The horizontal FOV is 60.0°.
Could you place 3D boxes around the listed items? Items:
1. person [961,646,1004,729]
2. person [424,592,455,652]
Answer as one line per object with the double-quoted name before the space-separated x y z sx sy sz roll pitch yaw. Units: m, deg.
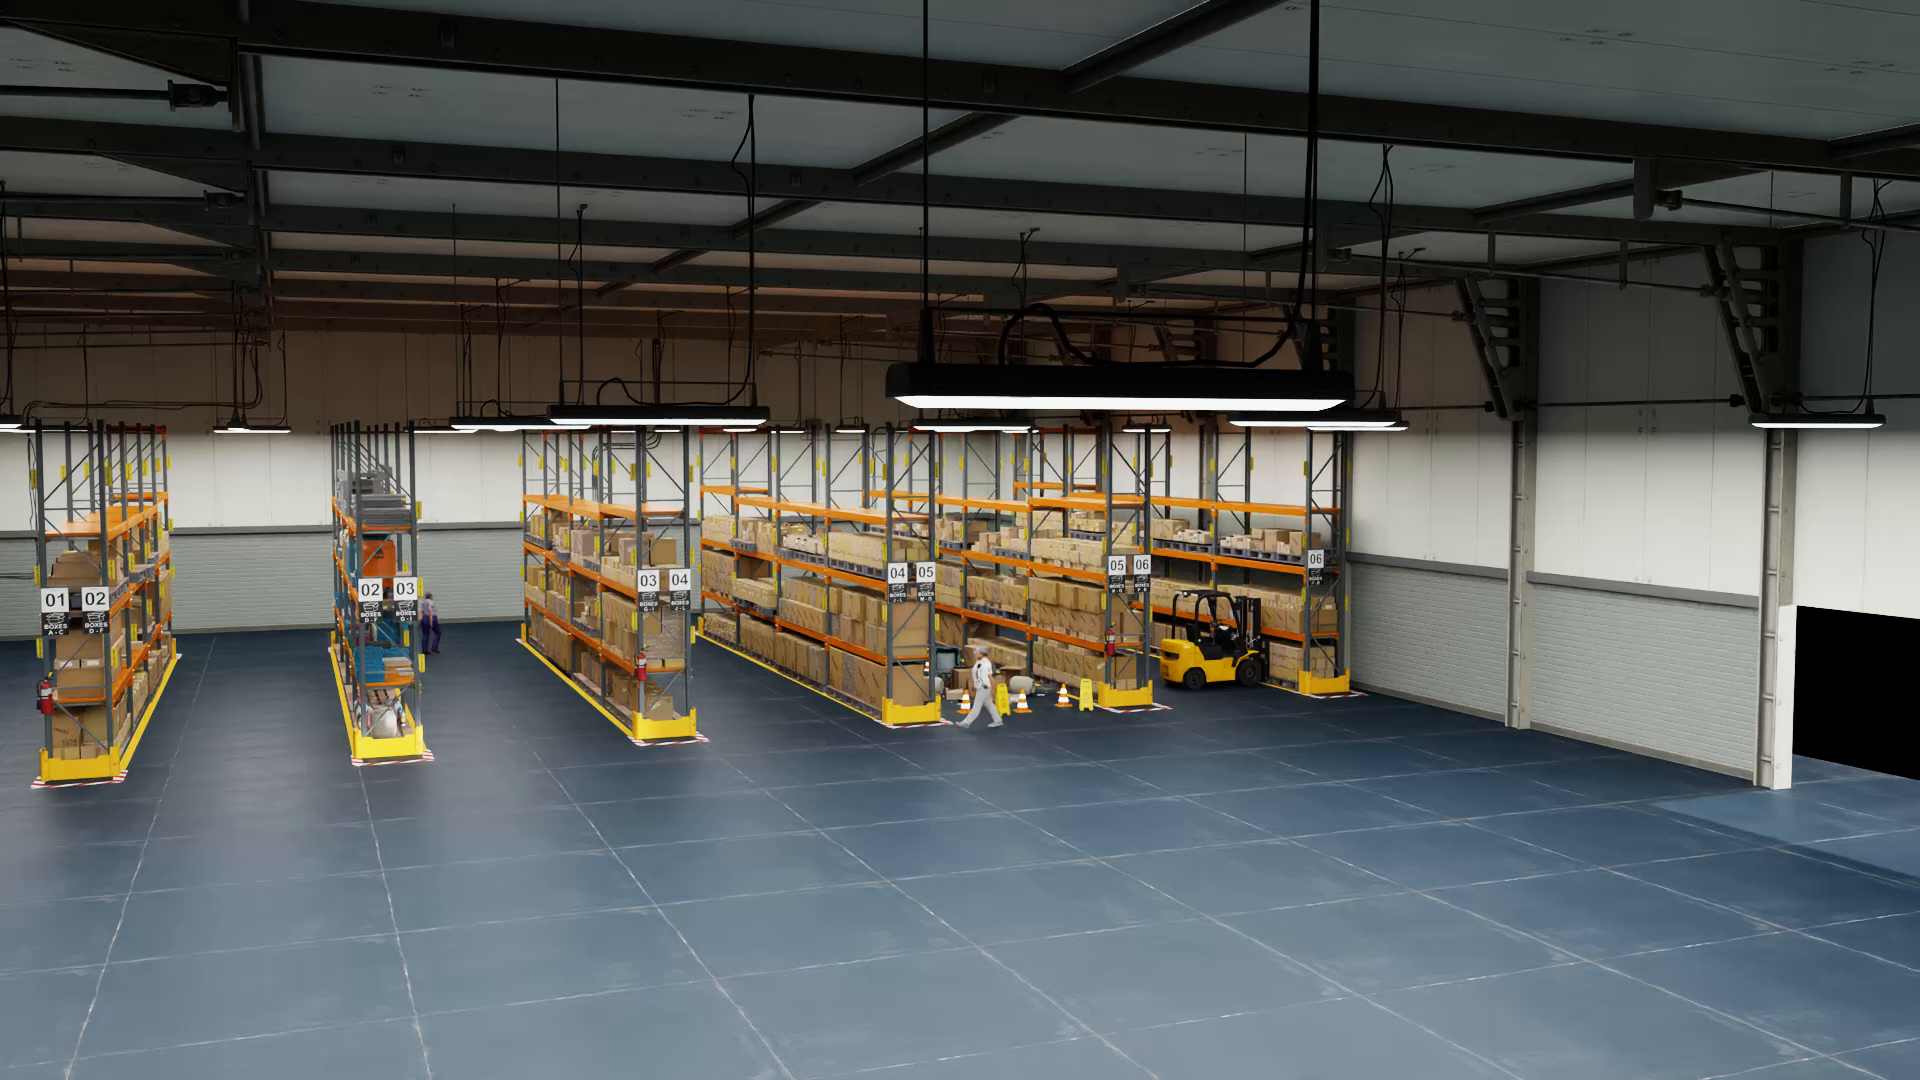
"person" 0.432 2.876 32.542 0.793 1.628 0.502 2 4 23
"person" -13.810 2.166 44.035 0.460 1.609 0.955 2 4 30
